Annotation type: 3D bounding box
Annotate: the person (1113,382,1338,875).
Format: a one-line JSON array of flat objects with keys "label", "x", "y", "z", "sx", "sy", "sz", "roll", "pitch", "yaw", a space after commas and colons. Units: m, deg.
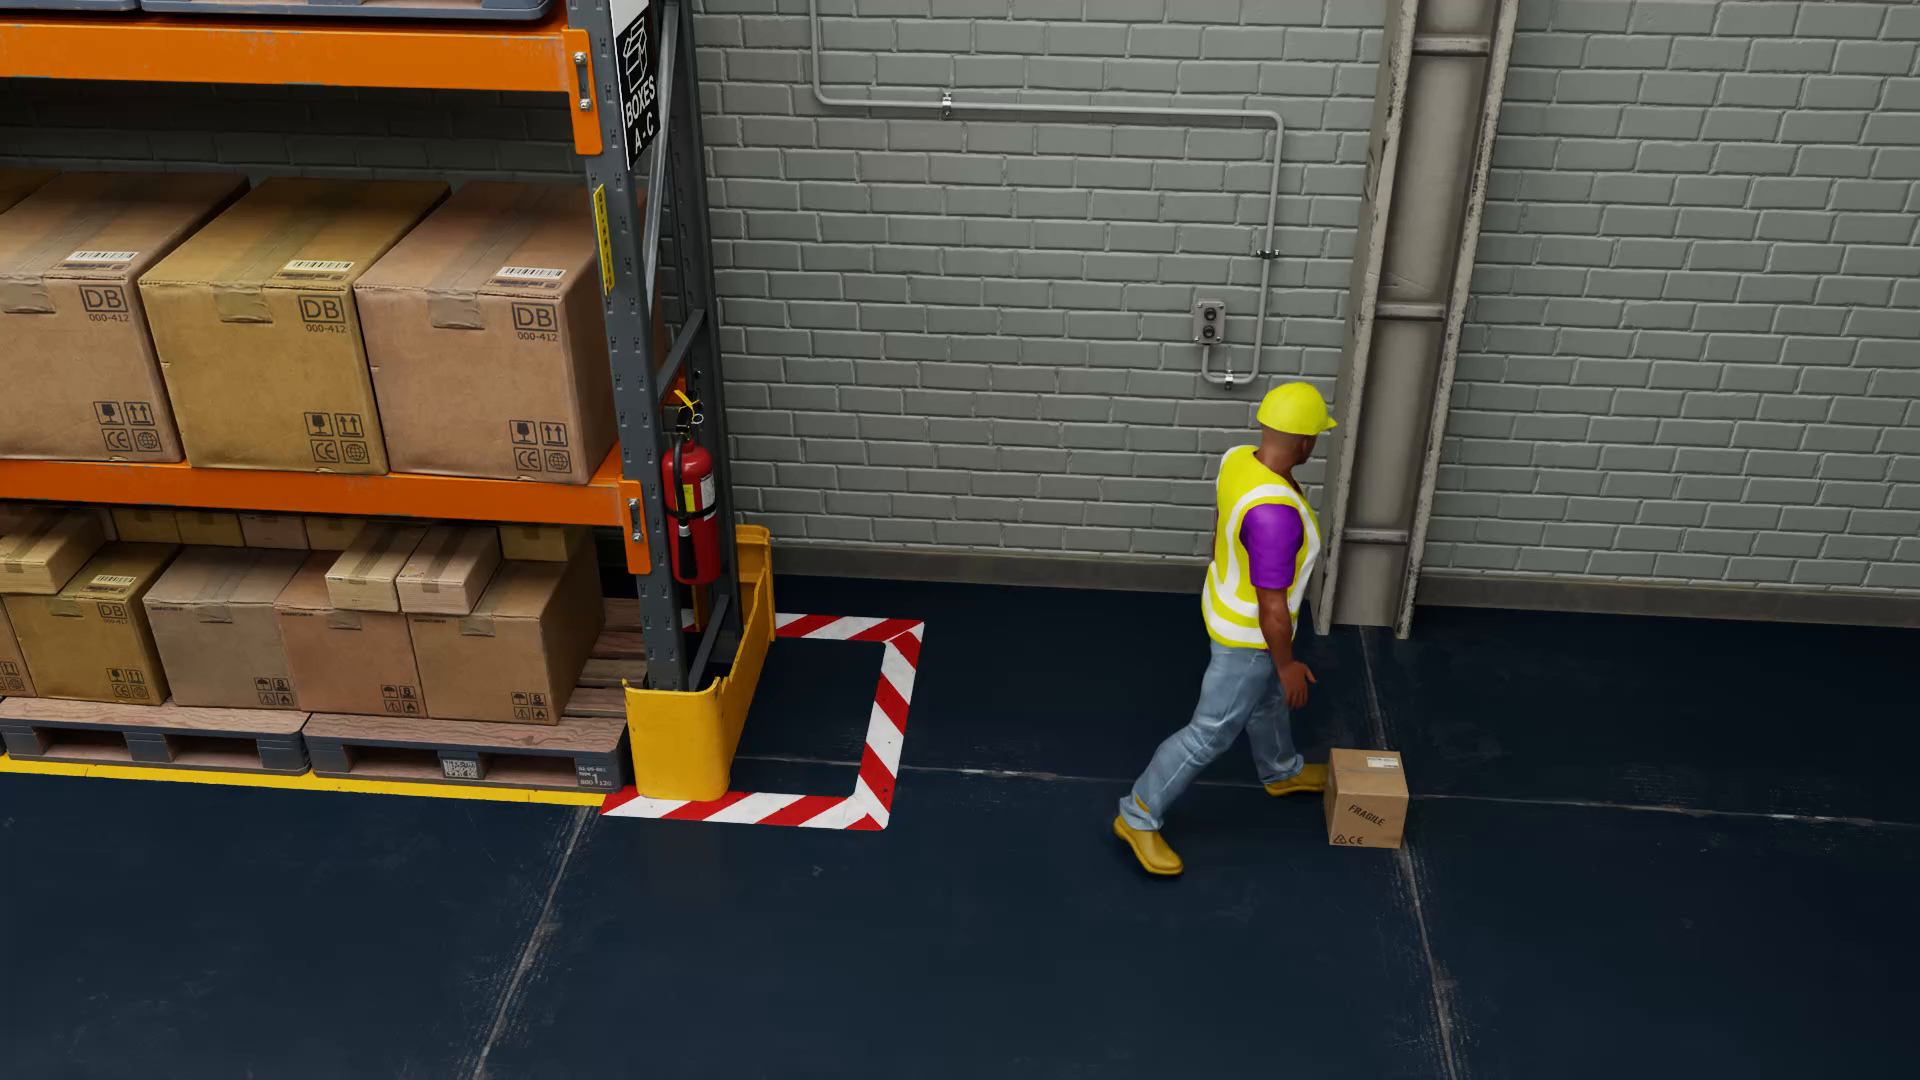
[{"label": "person", "x": 0.994, "y": 0.295, "z": 5.650, "sx": 0.883, "sy": 1.751, "sz": 0.684, "roll": 1, "pitch": 32, "yaw": 2}]
